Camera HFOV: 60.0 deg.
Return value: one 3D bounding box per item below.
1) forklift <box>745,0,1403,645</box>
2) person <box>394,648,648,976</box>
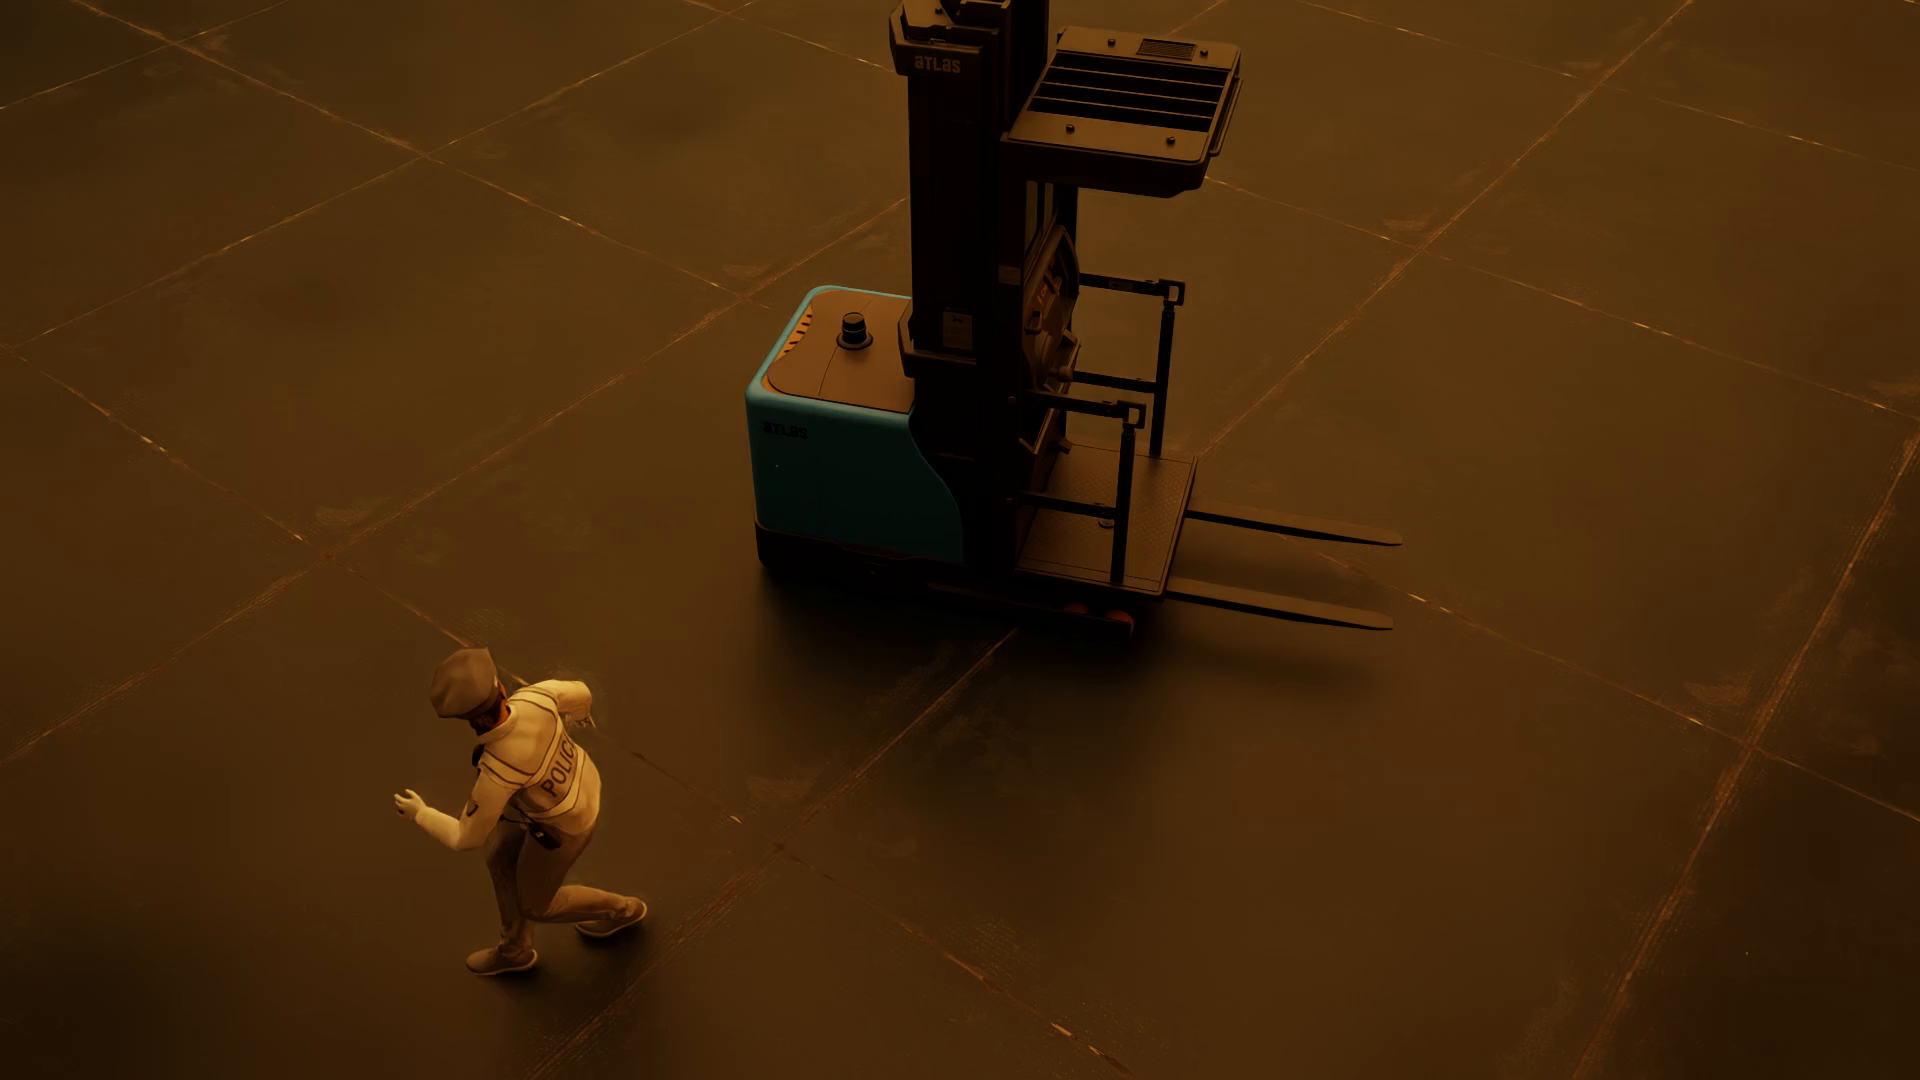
[{"bbox_3d":[0.587,-1.011,7.260,3.031,2.935,1.130,10,41,12],"label":"forklift"},{"bbox_3d":[-1.622,0.934,6.065,0.780,1.562,0.773,-2,41,-3],"label":"person"}]
